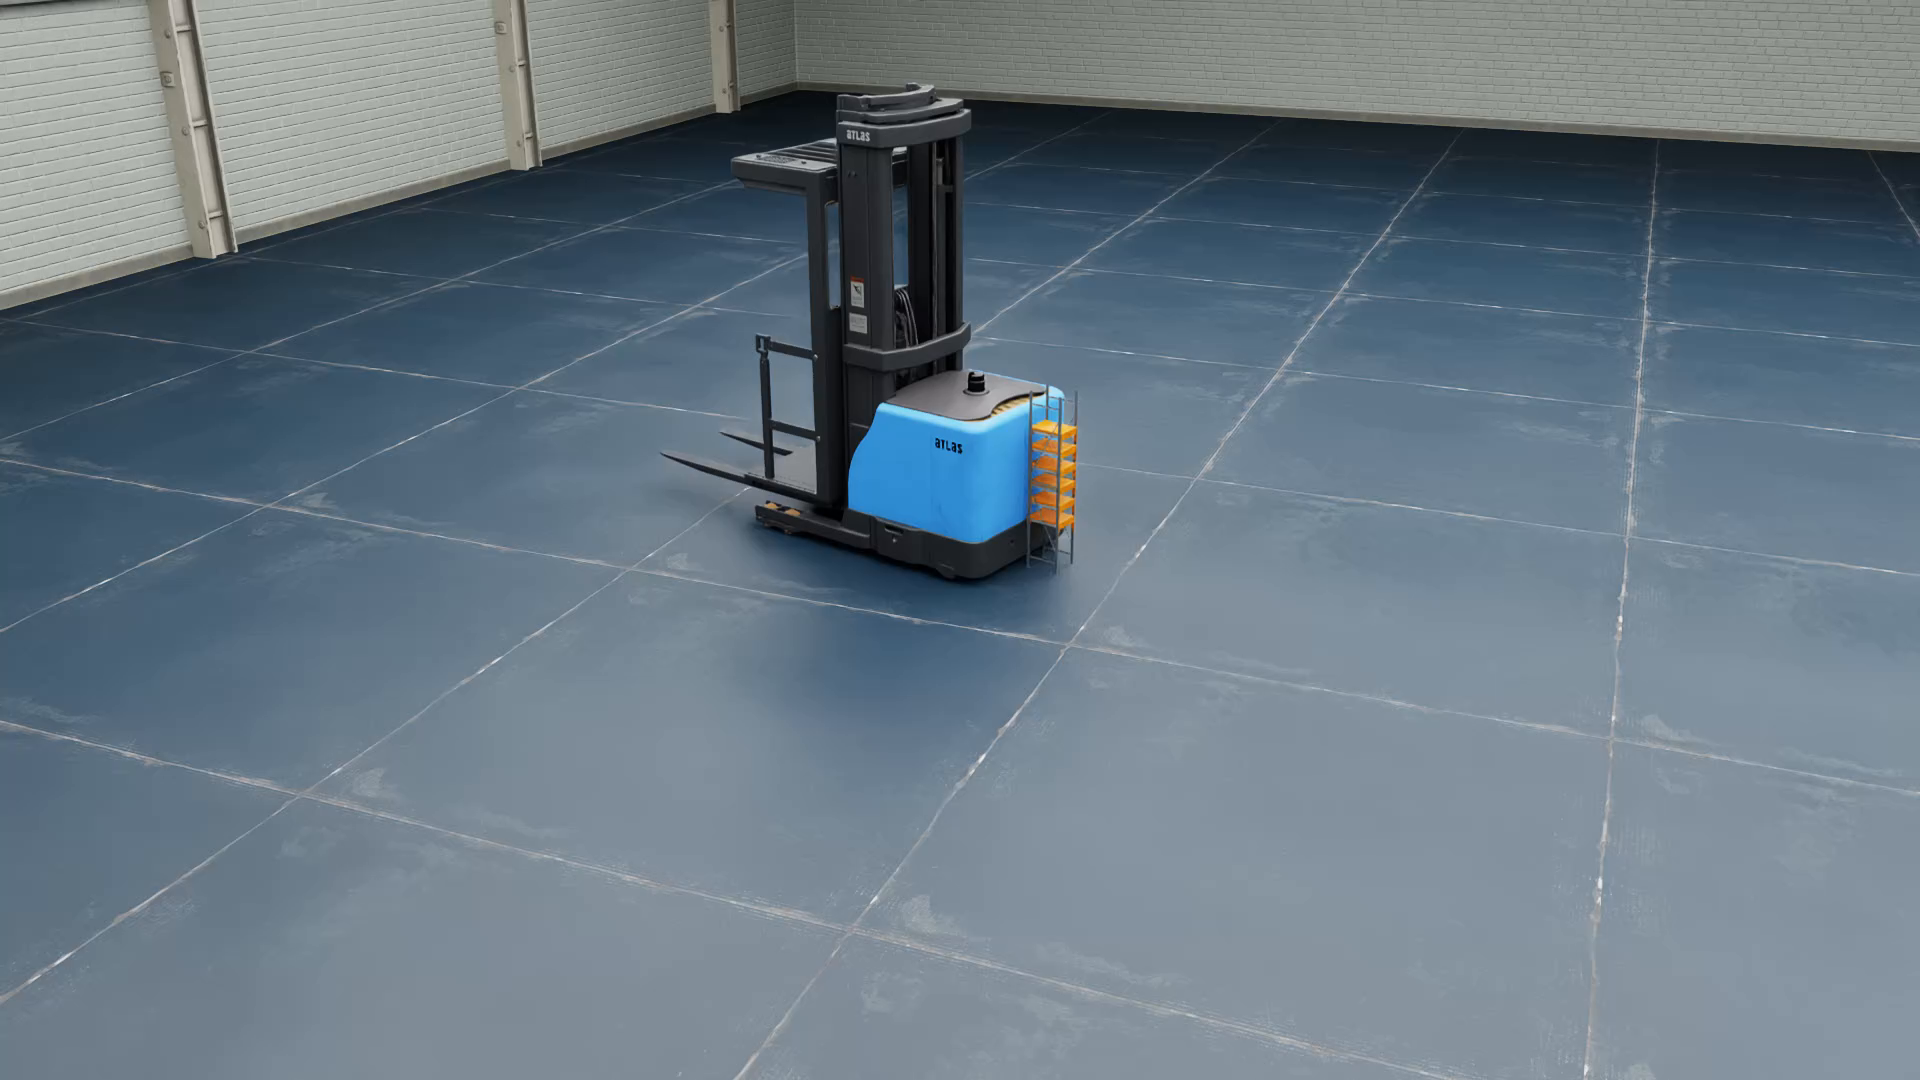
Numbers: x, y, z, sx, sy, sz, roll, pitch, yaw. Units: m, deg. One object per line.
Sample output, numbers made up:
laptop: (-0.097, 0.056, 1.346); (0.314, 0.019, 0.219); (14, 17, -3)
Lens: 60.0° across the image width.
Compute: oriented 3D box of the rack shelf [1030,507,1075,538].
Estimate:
rack shelf: (0.585, -0.116, 10.707); (0.258, 0.103, 0.180); (16, 28, 34)

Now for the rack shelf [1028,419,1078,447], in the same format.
rack shelf: (0.586, -0.669, 10.475); (0.258, 0.103, 0.180); (16, 28, 34)

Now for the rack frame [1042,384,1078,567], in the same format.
rack frame: (0.640, -0.406, 10.665); (0.240, 1.200, 0.006); (16, 28, 34)

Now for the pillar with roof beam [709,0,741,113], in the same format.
pillar with roof beam: (-0.111, -11.121, 26.199); (9.100, 9.000, 0.400); (9, 24, 20)

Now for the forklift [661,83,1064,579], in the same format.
forklift: (-0.788, -1.539, 11.132); (3.031, 2.935, 1.130); (16, 28, 34)

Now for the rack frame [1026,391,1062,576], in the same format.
rack frame: (0.531, -0.350, 10.530); (0.240, 1.200, 0.006); (16, 28, 34)

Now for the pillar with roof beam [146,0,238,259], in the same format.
pillar with roof beam: (-4.569, -6.827, 15.918); (9.100, 9.000, 0.400); (9, 24, 20)

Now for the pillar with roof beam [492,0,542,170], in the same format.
pillar with roof beam: (-2.340, -8.974, 21.058); (9.100, 9.000, 0.400); (9, 24, 20)

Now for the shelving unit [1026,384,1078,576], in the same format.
shelving unit: (0.585, -0.378, 10.597); (0.258, 1.200, 0.189); (16, 28, 34)

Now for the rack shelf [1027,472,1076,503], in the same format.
rack shelf: (0.585, -0.337, 10.614); (0.258, 0.103, 0.180); (16, 28, 34)

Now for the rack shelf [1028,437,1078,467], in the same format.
rack shelf: (0.586, -0.558, 10.522); (0.258, 0.103, 0.180); (16, 28, 34)

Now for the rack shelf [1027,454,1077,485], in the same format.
rack shelf: (0.586, -0.448, 10.568); (0.258, 0.103, 0.180); (16, 28, 34)

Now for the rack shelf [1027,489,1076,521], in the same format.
rack shelf: (0.585, -0.226, 10.661); (0.258, 0.103, 0.180); (16, 28, 34)
